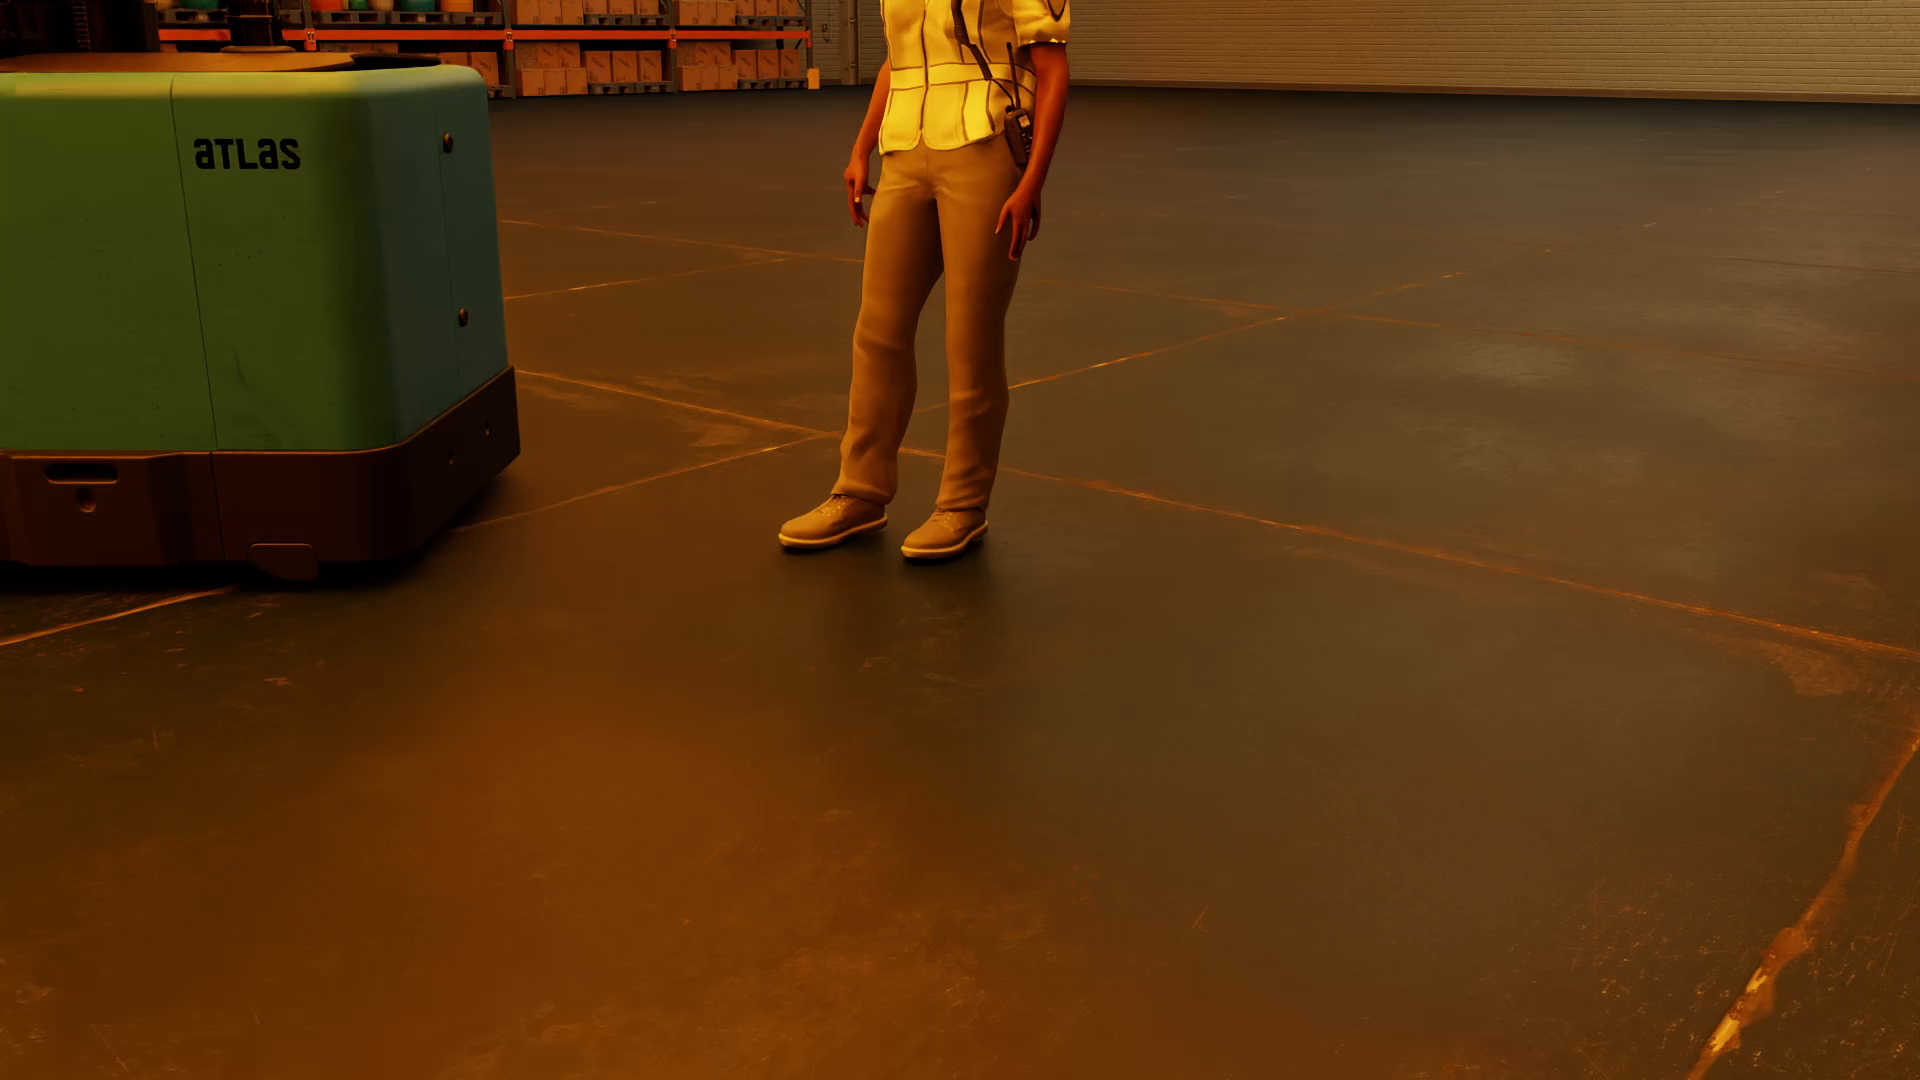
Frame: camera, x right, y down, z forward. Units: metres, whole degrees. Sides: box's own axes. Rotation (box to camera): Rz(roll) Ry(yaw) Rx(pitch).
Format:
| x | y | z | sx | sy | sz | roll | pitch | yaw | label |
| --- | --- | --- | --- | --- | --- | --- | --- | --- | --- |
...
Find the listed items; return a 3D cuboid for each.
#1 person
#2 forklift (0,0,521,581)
| x | y | z | sx | sy | sz | roll | pitch | yaw | label |
| --- | --- | --- | --- | --- | --- | --- | --- | --- | --- |
| -0.063 | -0.803 | 3.651 | 0.569 | 1.692 | 0.530 | 13 | 21 | 37 | person |
| -2.695 | -1.443 | 3.648 | 3.031 | 2.935 | 1.130 | 0 | 17 | 0 | forklift |
